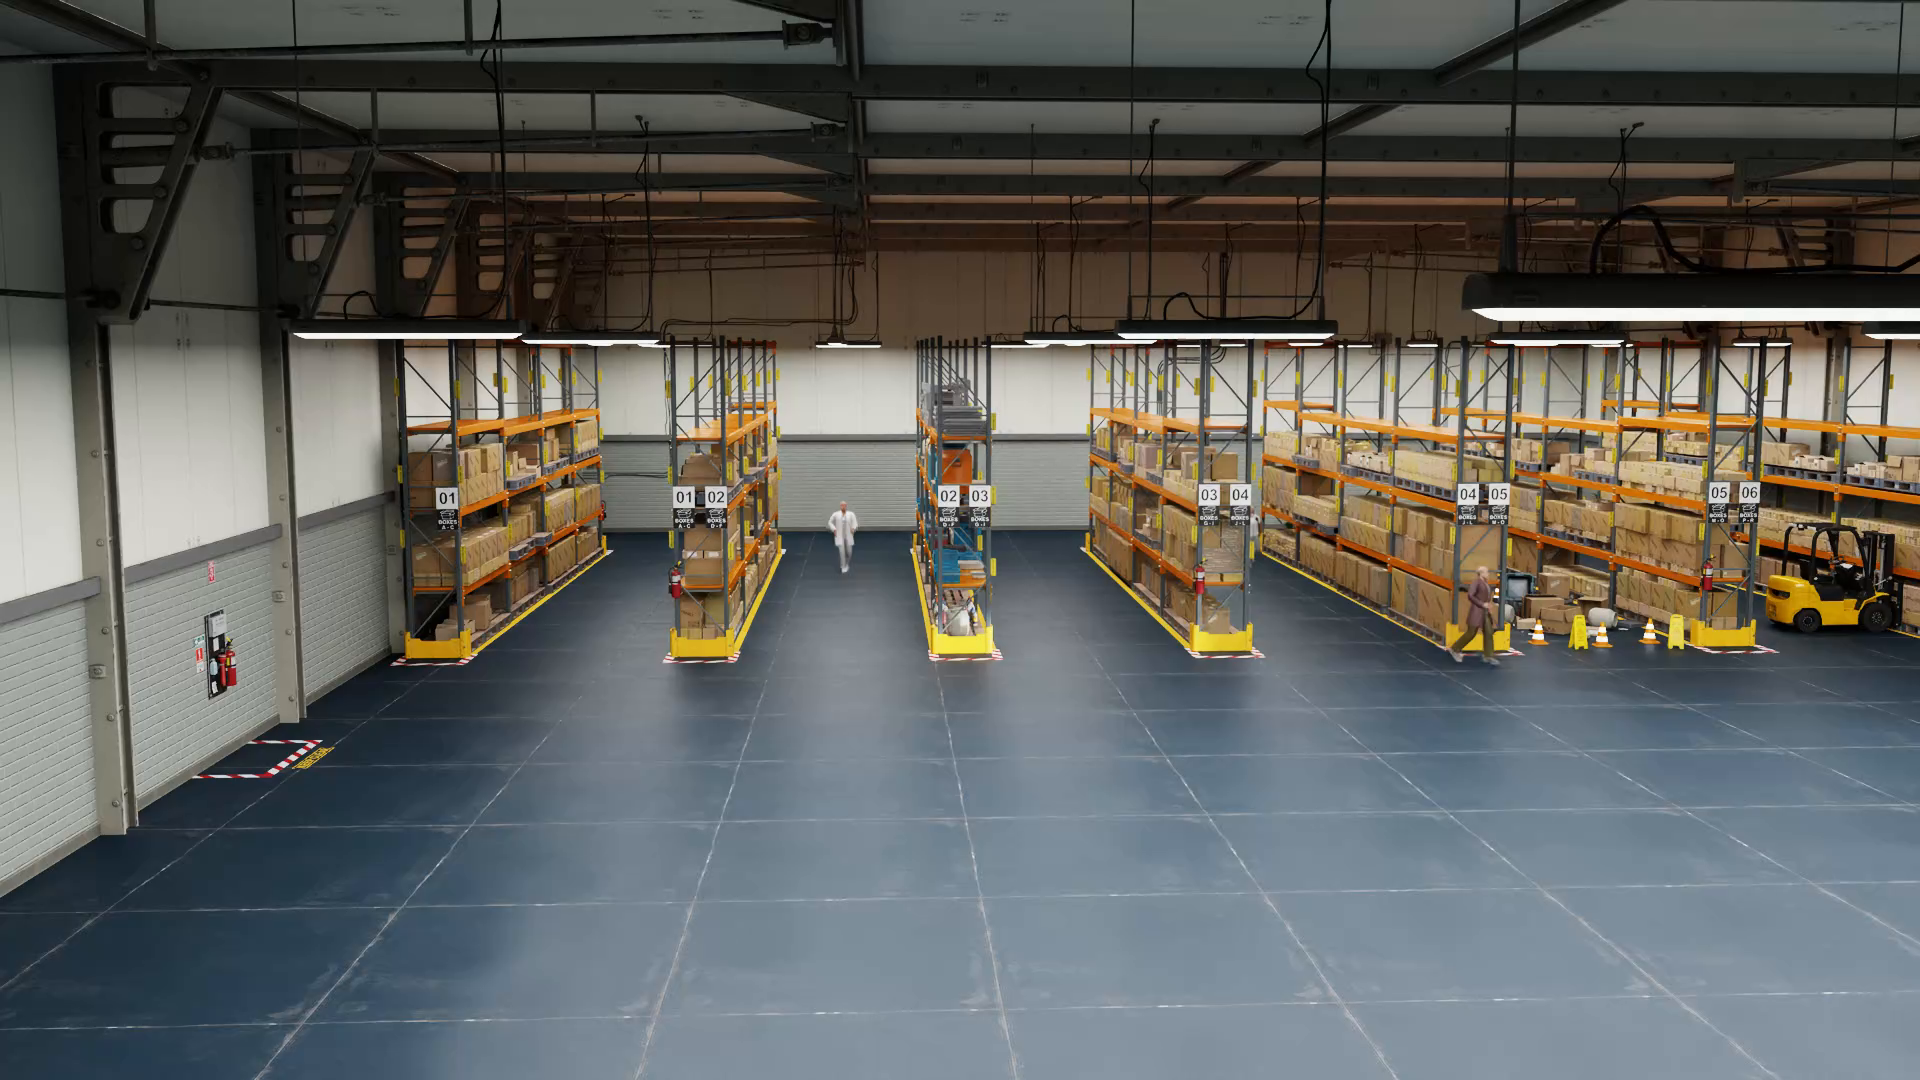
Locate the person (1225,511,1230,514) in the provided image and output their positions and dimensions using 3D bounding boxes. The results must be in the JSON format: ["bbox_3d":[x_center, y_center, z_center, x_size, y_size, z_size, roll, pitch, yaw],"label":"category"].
[{"bbox_3d":[7.422,-0.376,46.580,0.607,1.665,0.882,0,6,2],"label":"person"}]

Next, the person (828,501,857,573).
[{"bbox_3d":[-2.871,-0.076,40.928,0.713,1.748,0.687,-1,7,-11],"label":"person"}]

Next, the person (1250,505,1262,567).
[{"bbox_3d":[7.743,-0.104,44.036,0.633,1.669,0.499,-1,7,-9],"label":"person"}]

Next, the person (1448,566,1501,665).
[{"bbox_3d":[9.557,1.362,30.519,0.993,1.763,0.773,6,9,44],"label":"person"}]

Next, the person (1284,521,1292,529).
[{"bbox_3d":[9.805,-0.707,49.057,0.731,1.732,0.522,-6,9,-40],"label":"person"}]
